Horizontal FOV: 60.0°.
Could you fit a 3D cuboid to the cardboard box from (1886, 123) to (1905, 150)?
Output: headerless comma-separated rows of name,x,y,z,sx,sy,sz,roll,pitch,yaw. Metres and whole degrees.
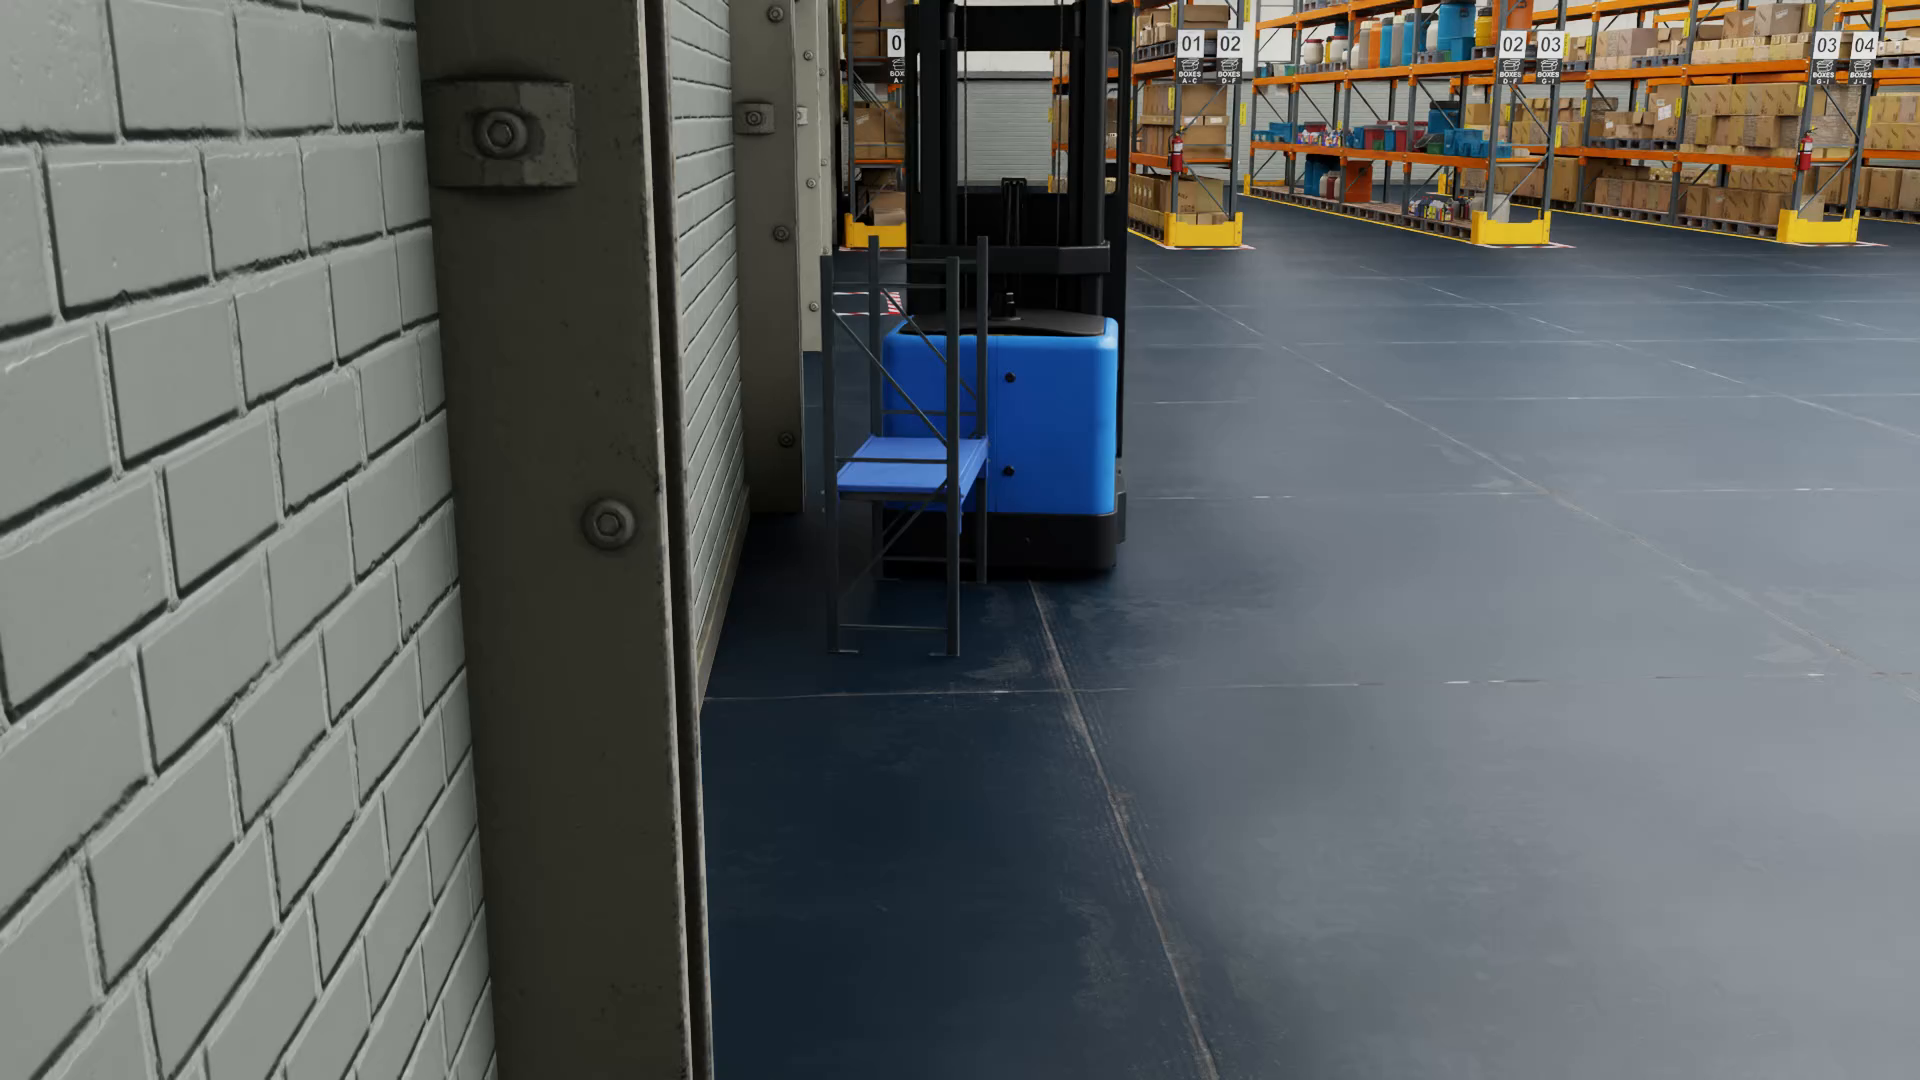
cardboard box,17.998,-7.661,31.579,0.500,0.500,0.500,-1,14,-3

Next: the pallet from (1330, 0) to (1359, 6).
pallet,8.197,-10.902,33.521,1.213,0.211,1.003,-1,14,-3

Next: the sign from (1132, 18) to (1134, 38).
sign,2.974,-8.876,28.817,0.100,0.325,0.005,-1,14,-3

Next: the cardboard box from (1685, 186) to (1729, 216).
cardboard box,13.388,-6.076,29.797,0.500,0.500,0.500,-1,14,-5

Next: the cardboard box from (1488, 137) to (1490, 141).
cardboard box,12.513,-9.314,38.711,0.380,0.149,0.250,-1,14,-2

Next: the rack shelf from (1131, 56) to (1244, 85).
rack shelf,3.639,-7.639,27.119,1.077,0.370,4.000,-1,14,-3

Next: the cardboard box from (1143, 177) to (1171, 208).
cardboard box,3.326,-5.773,27.616,0.500,0.500,0.500,-1,14,-3

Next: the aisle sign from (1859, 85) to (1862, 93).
aisle sign,22.855,-11.603,41.885,0.394,0.787,0.004,-1,14,-3

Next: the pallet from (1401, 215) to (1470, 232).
pallet,8.459,-5.589,29.325,1.003,0.211,1.213,-1,14,-3

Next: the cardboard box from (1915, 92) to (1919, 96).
cardboard box,22.548,-10.374,38.818,0.380,0.149,0.250,-1,14,-3

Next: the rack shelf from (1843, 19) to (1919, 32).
rack shelf,22.674,-12.187,39.579,1.077,0.370,4.000,-1,14,-3

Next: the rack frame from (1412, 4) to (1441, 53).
rack frame,8.459,-10.013,28.882,1.000,3.000,0.127,-1,14,-3

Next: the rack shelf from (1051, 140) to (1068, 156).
rack shelf,2.896,-9.170,39.092,1.077,0.370,4.000,-1,14,-3

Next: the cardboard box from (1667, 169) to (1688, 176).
cardboard box,17.440,-8.934,40.414,0.380,0.149,0.250,0,14,-1

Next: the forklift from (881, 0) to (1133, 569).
forklift,0.303,-1.609,8.398,1.130,2.935,3.031,1,14,5

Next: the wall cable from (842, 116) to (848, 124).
wall cable,-2.166,-12.752,45.762,3.097,2.526,0.112,-1,14,-3

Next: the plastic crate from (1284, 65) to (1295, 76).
plastic crate,7.589,-10.690,37.870,0.416,0.233,0.300,-1,14,-3

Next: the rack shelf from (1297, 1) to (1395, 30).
rack shelf,8.087,-10.963,34.821,1.077,0.370,4.000,-1,14,-3

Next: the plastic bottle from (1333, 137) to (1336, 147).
plastic bottle,7.751,-8.210,34.316,0.097,0.201,0.097,0,14,0

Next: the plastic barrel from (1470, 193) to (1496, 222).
plastic barrel,8.559,-5.398,27.137,0.421,0.512,0.421,0,14,0

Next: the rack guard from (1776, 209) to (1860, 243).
rack guard,13.646,-4.997,26.445,1.175,0.500,0.348,-1,14,-3

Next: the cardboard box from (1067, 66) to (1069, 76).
cardboard box,2.704,-10.643,37.652,0.500,0.250,0.500,-1,14,-3

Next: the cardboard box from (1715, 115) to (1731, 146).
cardboard box,13.496,-7.016,28.476,0.875,0.500,0.500,-1,14,-3

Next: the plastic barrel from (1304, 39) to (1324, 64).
plastic barrel,7.746,-10.684,36.396,0.433,0.535,0.433,0,14,0

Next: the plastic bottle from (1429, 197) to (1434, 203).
plastic bottle,8.239,-5.832,29.108,0.144,0.351,0.185,-1,14,-3

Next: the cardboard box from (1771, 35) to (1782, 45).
cardboard box,13.257,-8.021,26.663,0.380,0.149,0.250,-1,14,-3

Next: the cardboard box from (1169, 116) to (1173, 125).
cardboard box,3.516,-6.620,26.234,0.380,0.149,0.250,-1,14,-4

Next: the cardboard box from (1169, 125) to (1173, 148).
cardboard box,3.709,-6.332,26.416,0.700,0.500,0.500,-1,14,-2

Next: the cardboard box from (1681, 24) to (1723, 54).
cardboard box,13.472,-9.008,29.948,0.797,0.503,0.637,-2,15,-6

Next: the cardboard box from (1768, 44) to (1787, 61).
cardboard box,13.333,-7.809,26.638,0.500,0.250,0.500,-1,14,-3

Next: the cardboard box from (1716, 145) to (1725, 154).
cardboard box,13.218,-6.693,28.525,0.380,0.149,0.250,-1,14,-3

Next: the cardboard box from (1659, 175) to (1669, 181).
cardboard box,17.364,-8.858,40.716,0.380,0.149,0.250,0,14,-2

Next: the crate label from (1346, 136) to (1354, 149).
crate label,7.863,-7.910,33.087,0.303,0.233,0.416,-1,14,-3

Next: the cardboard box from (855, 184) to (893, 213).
cardboard box,-1.573,-6.267,30.499,0.700,0.500,0.500,-1,14,-5

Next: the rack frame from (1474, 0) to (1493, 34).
rack frame,12.659,-13.073,40.778,1.000,3.000,0.127,-1,14,-3

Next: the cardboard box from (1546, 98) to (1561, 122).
cardboard box,13.040,-9.224,35.641,0.797,0.503,0.637,0,14,-2

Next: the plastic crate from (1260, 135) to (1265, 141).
plastic crate,7.382,-9.677,40.025,0.250,0.136,0.298,-1,14,-3

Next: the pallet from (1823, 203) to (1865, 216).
pallet,18.085,-6.682,33.574,1.003,0.211,1.213,-1,14,-3

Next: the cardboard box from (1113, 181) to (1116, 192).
cardboard box,3.137,-6.525,30.916,0.500,0.311,0.500,-1,14,-4

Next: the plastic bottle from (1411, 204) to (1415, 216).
plastic bottle,8.048,-5.854,29.491,0.097,0.201,0.097,0,14,0

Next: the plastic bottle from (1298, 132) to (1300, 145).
plastic bottle,7.560,-8.943,36.997,0.061,0.283,0.133,-1,14,-3

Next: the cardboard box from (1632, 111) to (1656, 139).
cardboard box,13.203,-7.867,31.532,0.797,0.503,0.637,1,14,2

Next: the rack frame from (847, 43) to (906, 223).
rack frame,-1.181,-5.959,25.169,1.000,3.000,0.127,-1,14,-3

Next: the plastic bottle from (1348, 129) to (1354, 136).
plastic bottle,8.272,-8.540,35.296,0.144,0.351,0.185,-1,14,-3

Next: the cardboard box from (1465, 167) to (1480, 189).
cardboard box,12.835,-8.958,40.245,0.875,0.875,0.875,-1,14,-3

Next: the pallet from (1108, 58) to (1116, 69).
pallet,3.399,-9.220,32.202,1.213,0.211,1.003,0,14,-1

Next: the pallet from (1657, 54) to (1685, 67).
pallet,13.471,-8.701,30.180,1.213,0.211,1.003,-1,14,-3

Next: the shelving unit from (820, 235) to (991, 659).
shelving unit,-0.194,-0.415,6.630,0.538,1.500,1.048,2,15,7

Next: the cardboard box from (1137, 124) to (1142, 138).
cardboard box,3.451,-7.402,30.576,0.500,0.500,0.500,0,14,1

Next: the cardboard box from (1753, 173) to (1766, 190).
cardboard box,17.725,-7.768,36.372,0.500,0.500,0.500,-1,14,-2

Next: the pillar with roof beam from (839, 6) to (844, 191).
pillar with roof beam,1.094,-13.569,42.703,9.100,9.000,0.400,-1,14,-3

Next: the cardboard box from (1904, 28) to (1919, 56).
cardboard box,18.499,-9.555,31.879,0.500,0.500,0.500,-1,14,-3

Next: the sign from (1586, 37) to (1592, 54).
sign,12.600,-9.913,33.320,0.100,0.325,0.005,-1,14,-3

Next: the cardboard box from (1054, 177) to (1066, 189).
cardboard box,2.553,-8.634,40.197,0.500,0.250,0.500,-1,14,-3
